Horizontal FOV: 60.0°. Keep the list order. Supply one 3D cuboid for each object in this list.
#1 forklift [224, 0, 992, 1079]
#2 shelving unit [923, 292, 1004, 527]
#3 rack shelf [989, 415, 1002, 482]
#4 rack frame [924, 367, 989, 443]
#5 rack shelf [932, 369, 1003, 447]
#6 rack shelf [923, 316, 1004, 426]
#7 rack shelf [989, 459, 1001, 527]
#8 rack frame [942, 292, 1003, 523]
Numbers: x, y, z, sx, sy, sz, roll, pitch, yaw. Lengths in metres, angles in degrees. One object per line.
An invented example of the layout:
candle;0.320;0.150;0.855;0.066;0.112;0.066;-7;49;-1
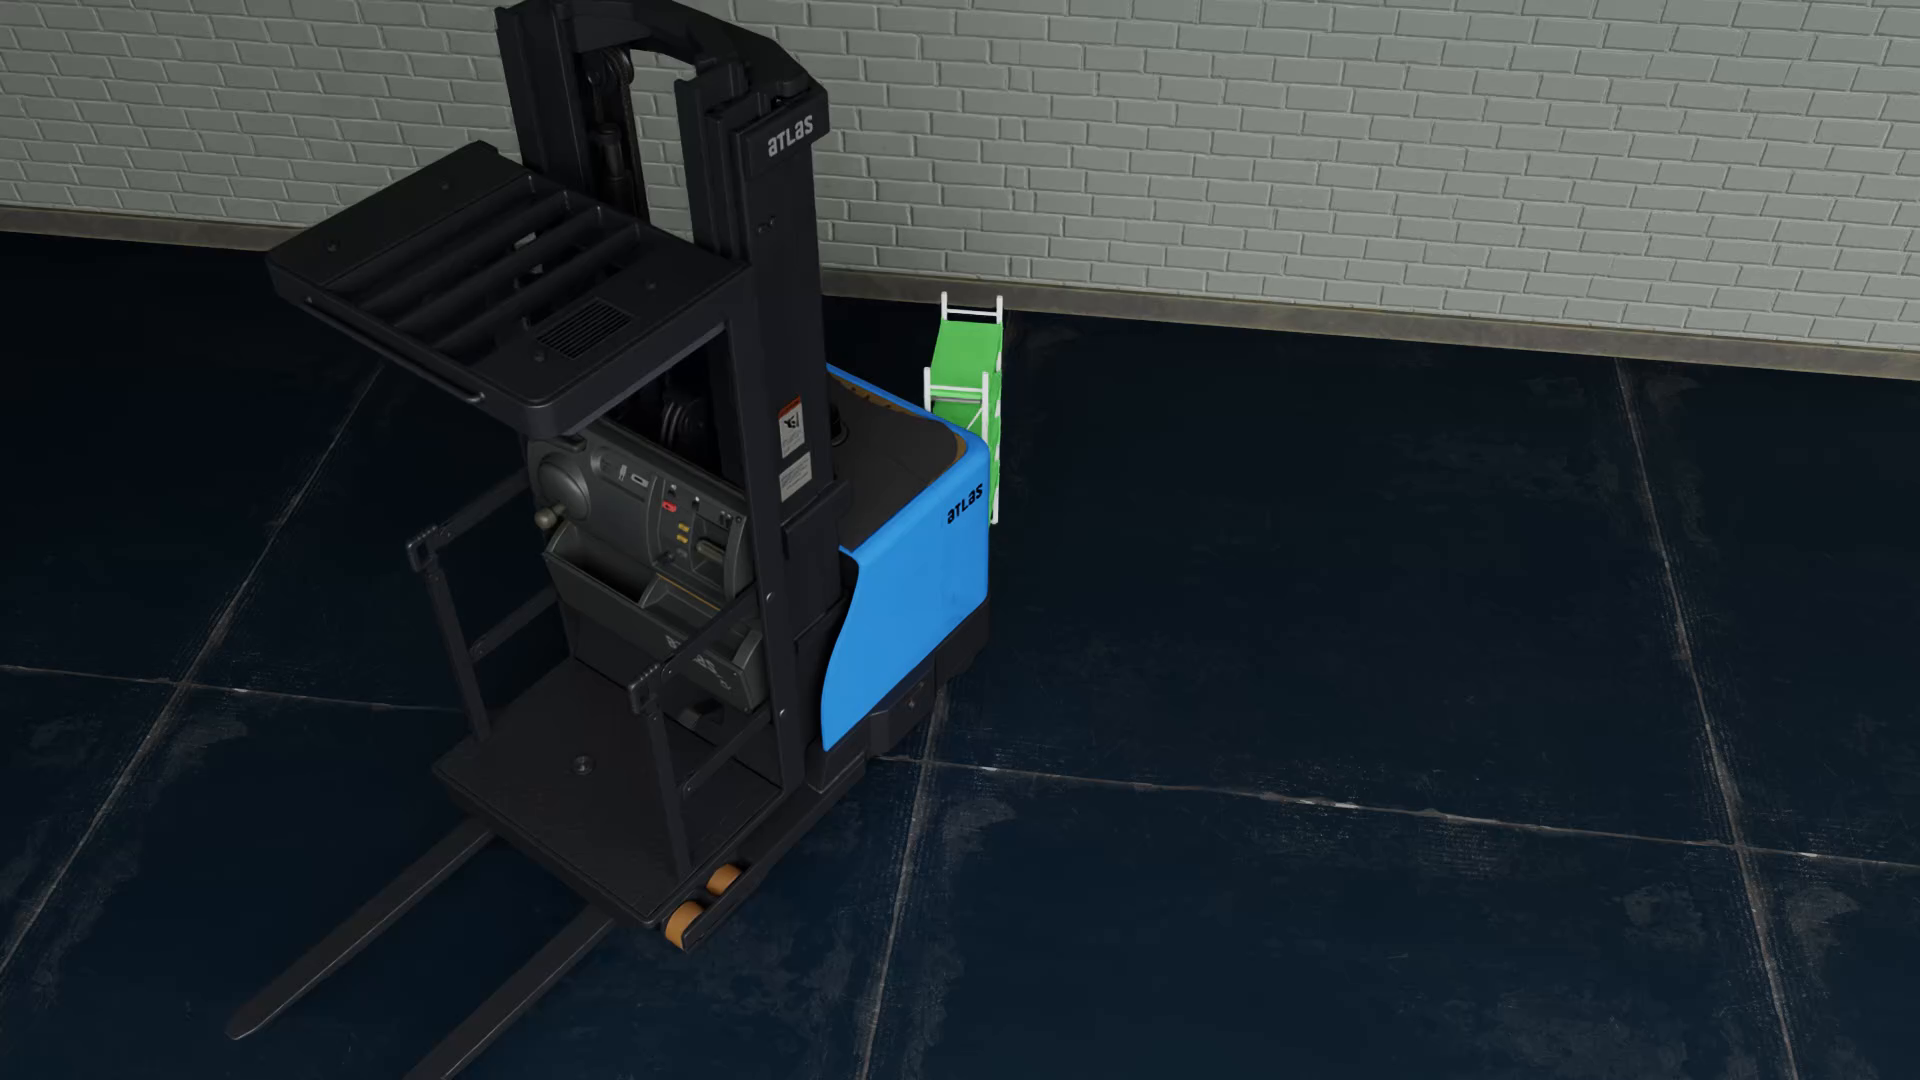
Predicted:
forklift;-1.162;-0.037;5.157;1.130;2.935;3.031;27;50;26
shelving unit;0.017;-0.359;6.757;0.258;1.200;0.503;5;44;5
rack shelf;0.017;-0.313;6.800;0.258;0.148;0.480;5;44;5
rack frame;-0.014;-0.193;6.581;0.240;1.200;0.015;5;44;5
rack shelf;0.017;-0.487;6.635;0.258;0.148;0.480;5;44;5
rack shelf;0.017;-0.661;6.470;0.258;0.148;0.480;5;44;5
rack shelf;0.017;-0.138;6.966;0.258;0.148;0.480;5;44;5
rack frame;0.047;-0.526;6.932;0.240;1.200;0.015;5;44;5
